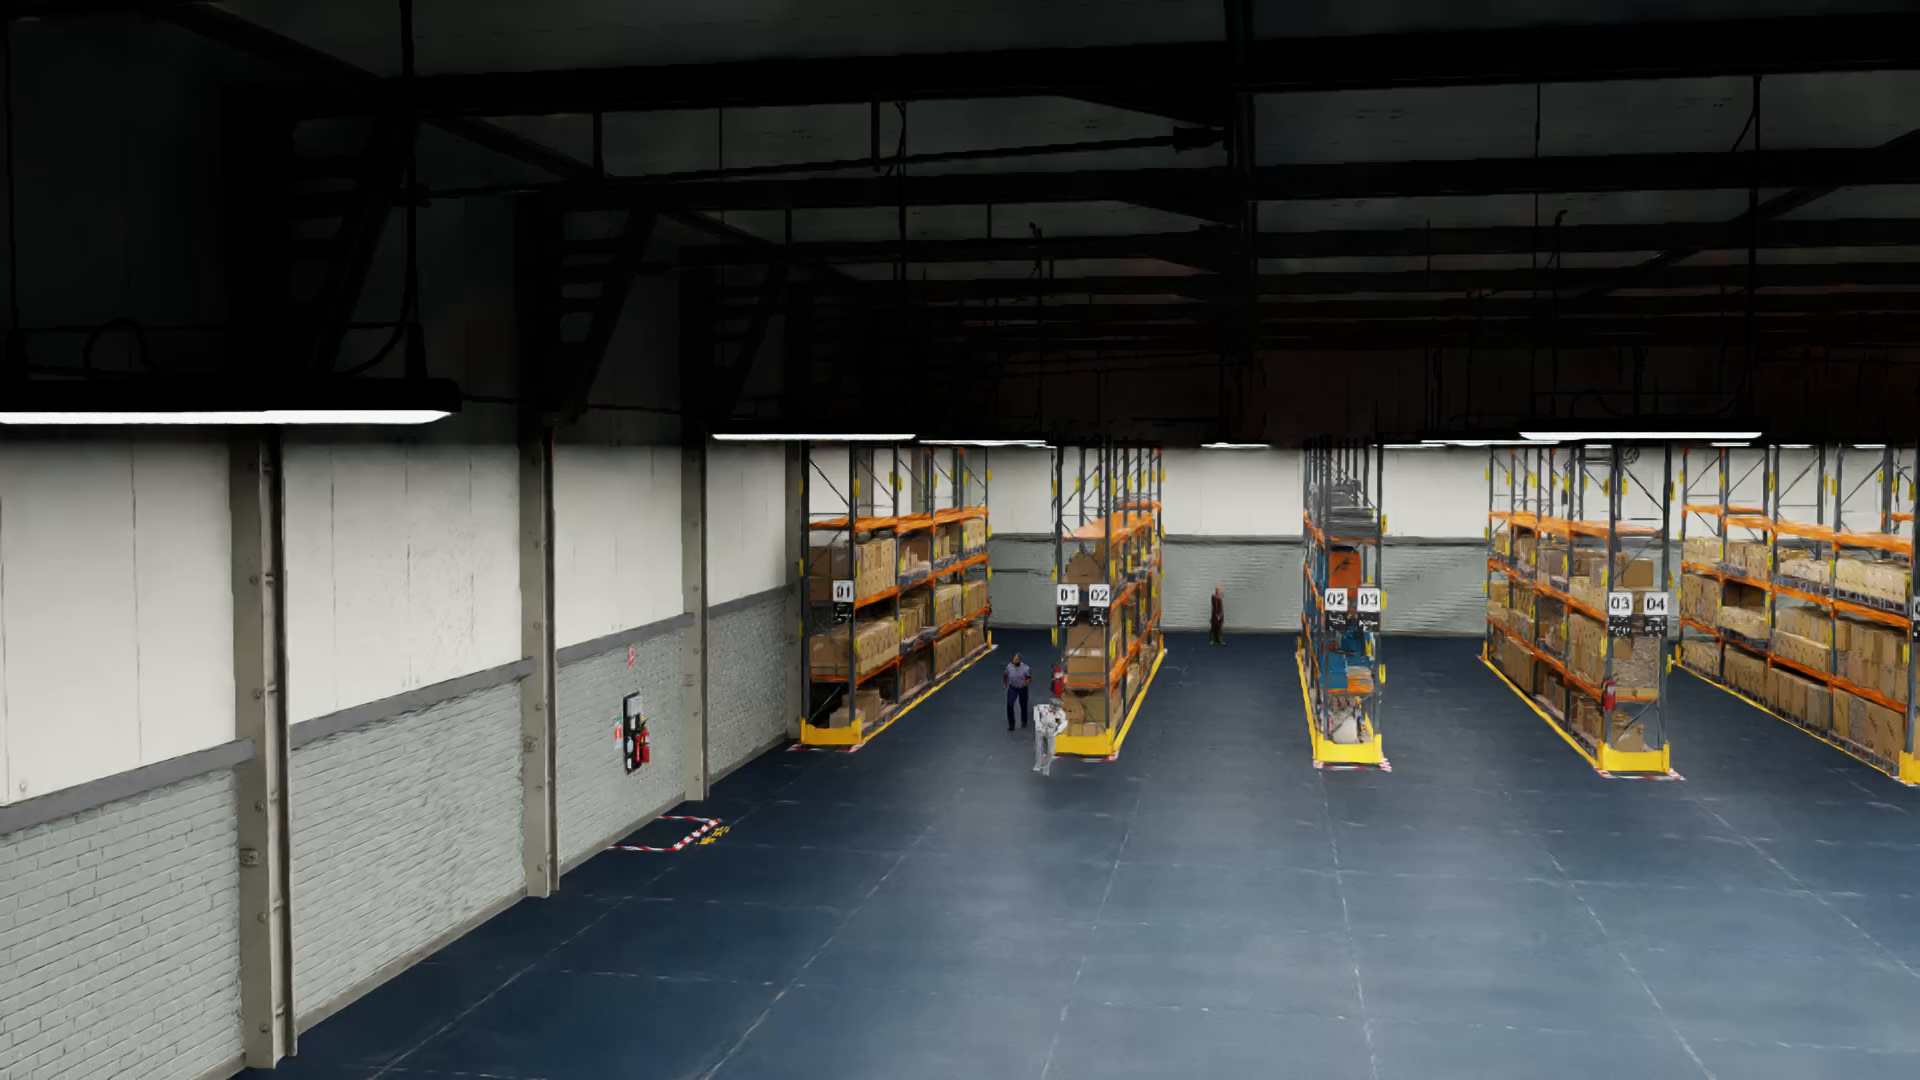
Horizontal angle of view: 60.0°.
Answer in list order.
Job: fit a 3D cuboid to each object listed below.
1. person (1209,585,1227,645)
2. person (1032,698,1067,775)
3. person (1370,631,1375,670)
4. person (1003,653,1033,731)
[{"bbox_3d":[7.520,2.198,48.762,0.540,1.780,0.576,3,4,43],"label":"person"},{"bbox_3d":[1.585,3.450,29.417,0.622,1.398,0.940,0,3,2],"label":"person"},{"bbox_3d":[10.579,2.522,43.163,0.693,1.746,0.620,0,3,-1],"label":"person"},{"bbox_3d":[1.192,3.084,34.192,0.628,1.573,0.844,0,3,6],"label":"person"}]
